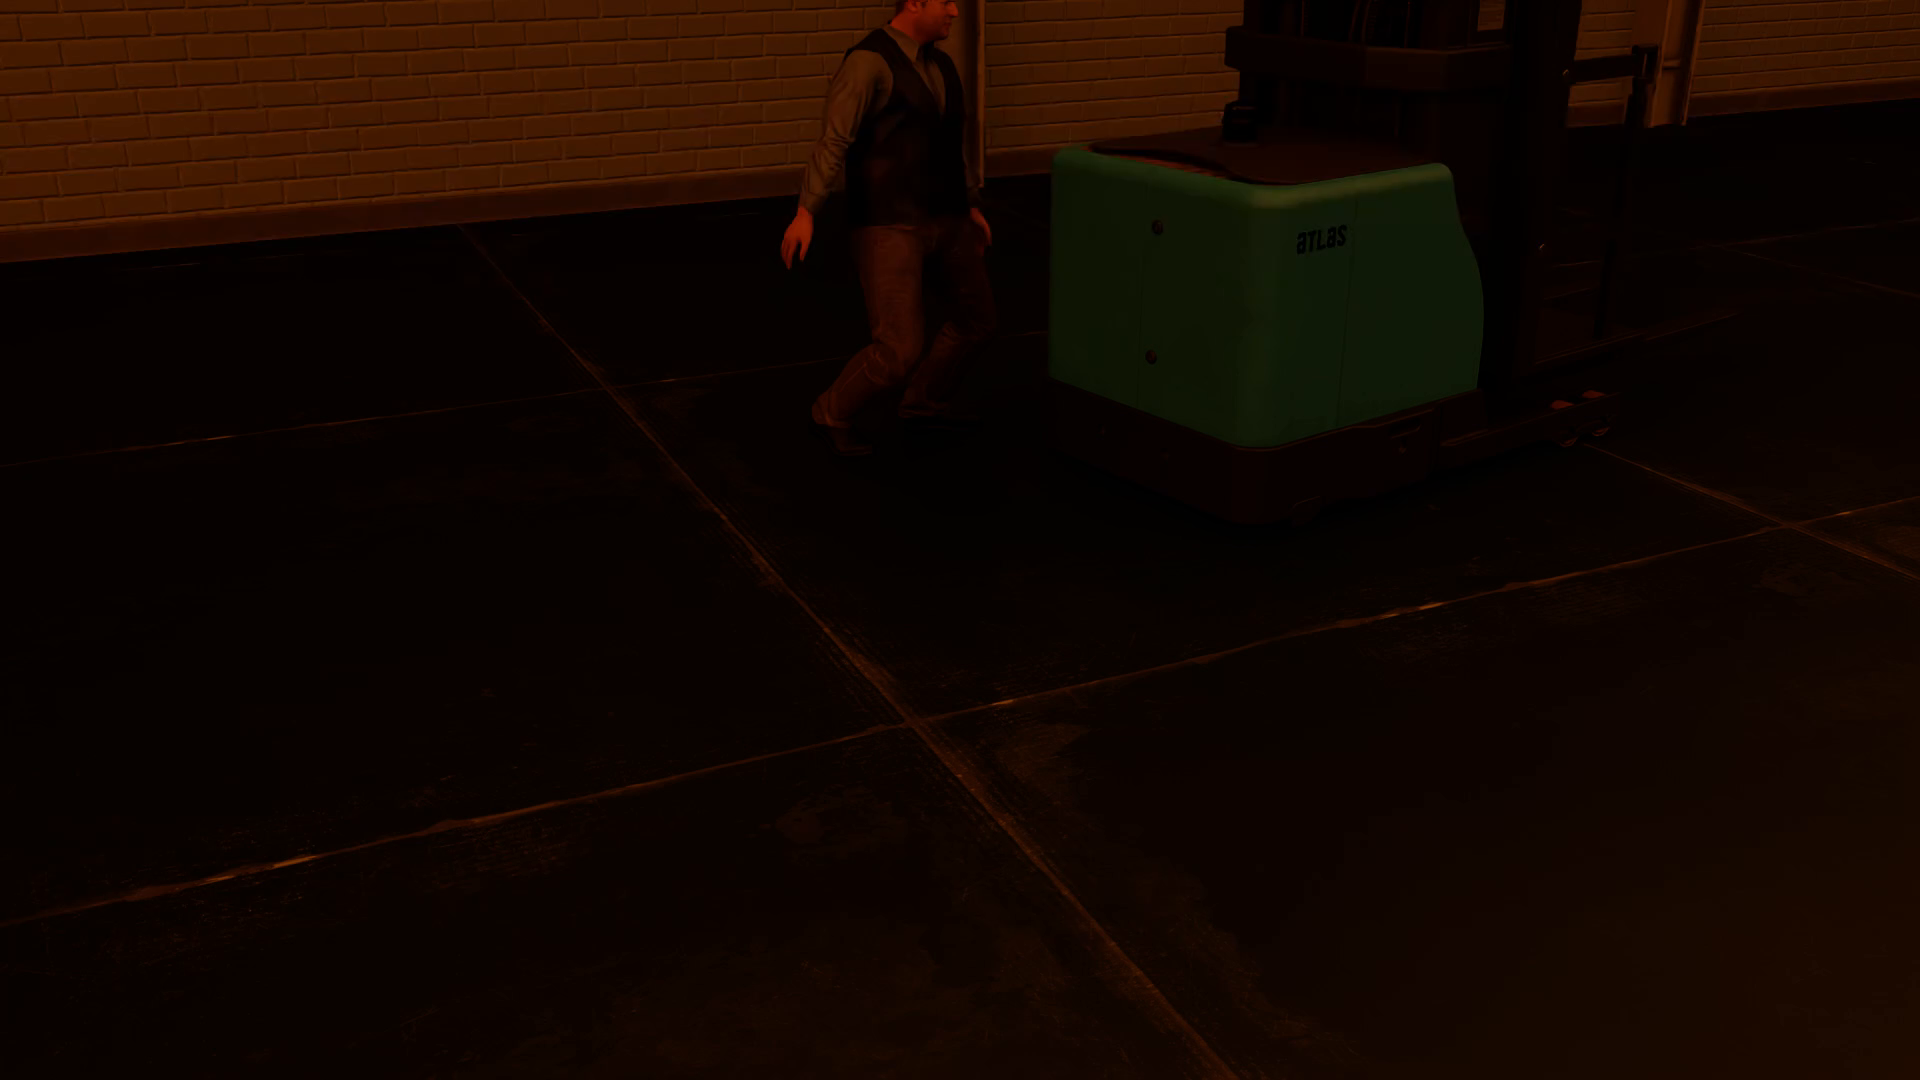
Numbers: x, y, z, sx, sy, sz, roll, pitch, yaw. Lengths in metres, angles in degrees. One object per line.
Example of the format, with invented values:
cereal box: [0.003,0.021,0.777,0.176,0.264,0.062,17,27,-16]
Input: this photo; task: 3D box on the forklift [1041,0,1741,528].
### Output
forklift: [1.763,-1.827,5.683,3.031,2.935,1.130,-16,27,-34]

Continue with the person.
person: [-0.226,-1.060,5.536,0.482,1.641,0.870,18,28,36]
